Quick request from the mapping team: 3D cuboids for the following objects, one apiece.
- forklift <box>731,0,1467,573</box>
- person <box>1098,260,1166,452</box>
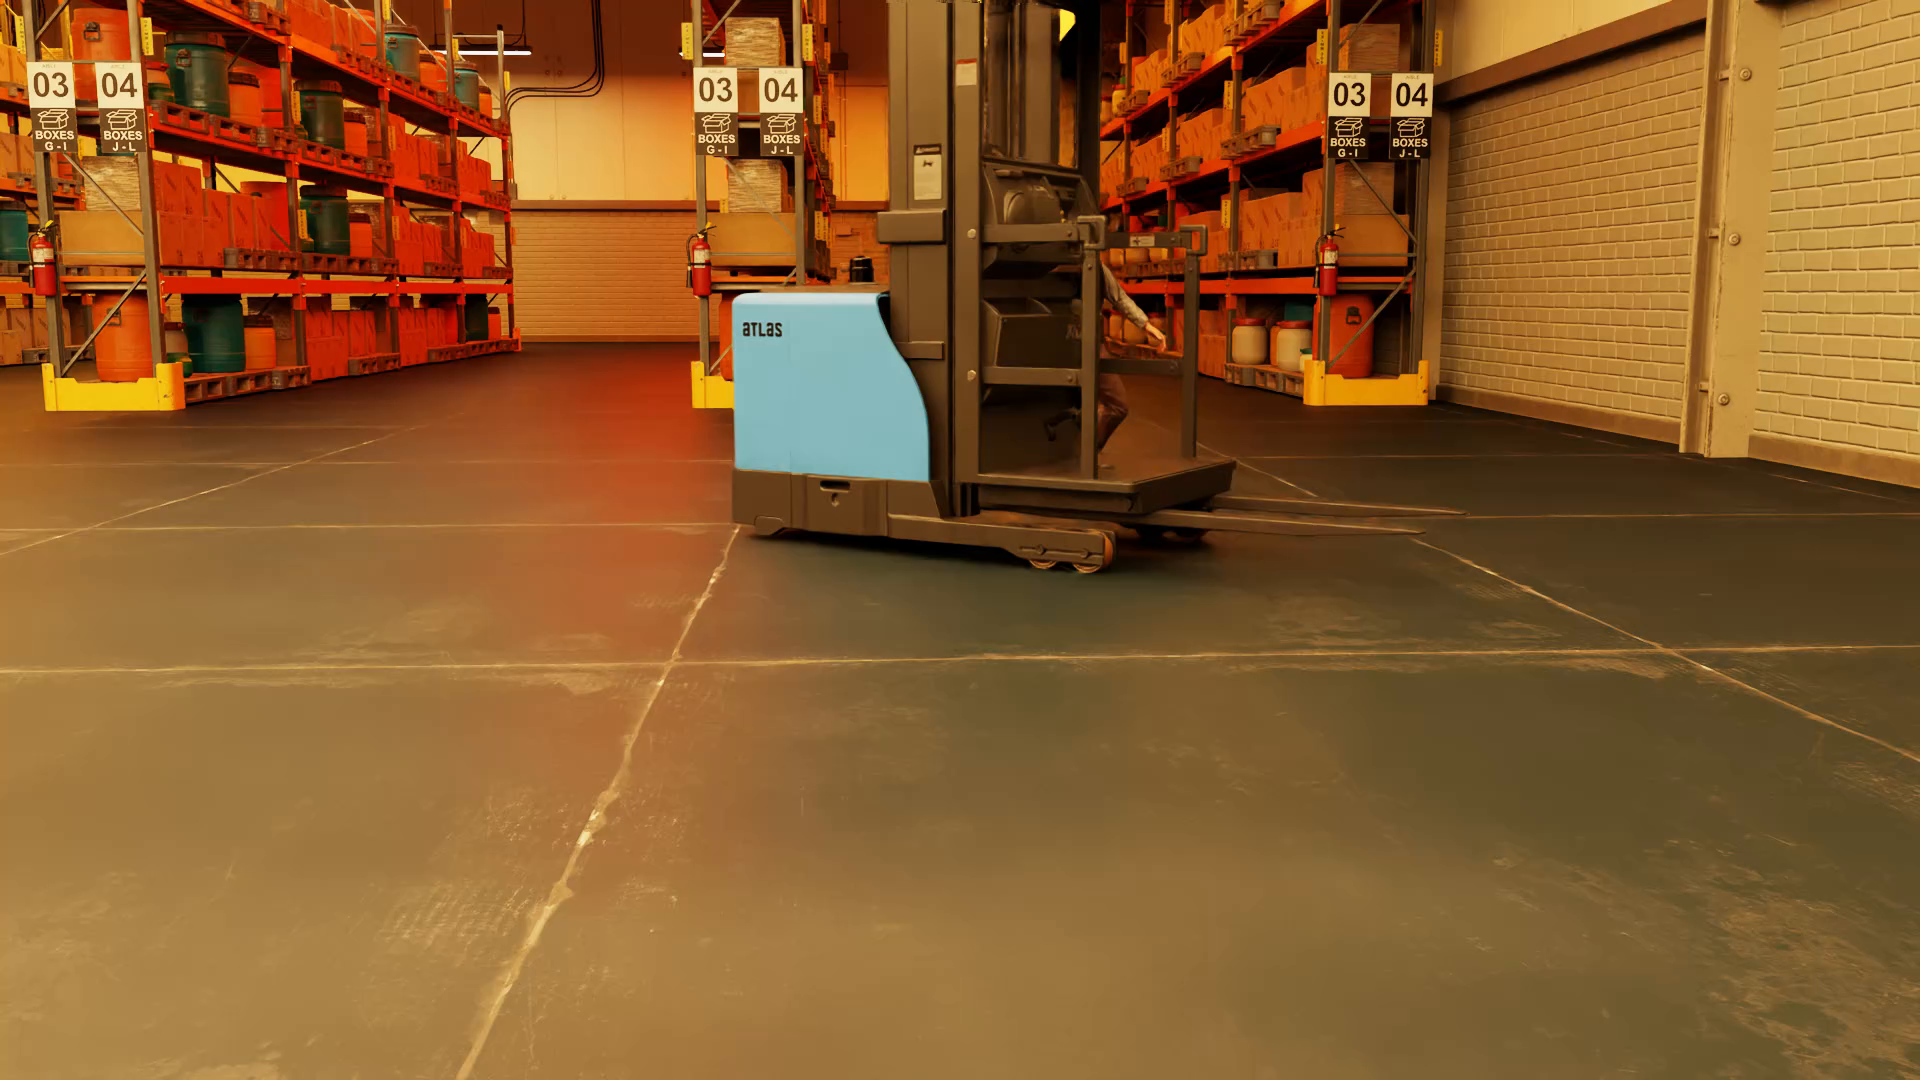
[{"bbox_3d":[0.520,-1.410,6.826,3.031,2.935,1.130,5,10,30],"label":"forklift"},{"bbox_3d":[0.751,-1.197,10.106,0.939,1.593,0.696,-5,10,-30],"label":"person"}]
